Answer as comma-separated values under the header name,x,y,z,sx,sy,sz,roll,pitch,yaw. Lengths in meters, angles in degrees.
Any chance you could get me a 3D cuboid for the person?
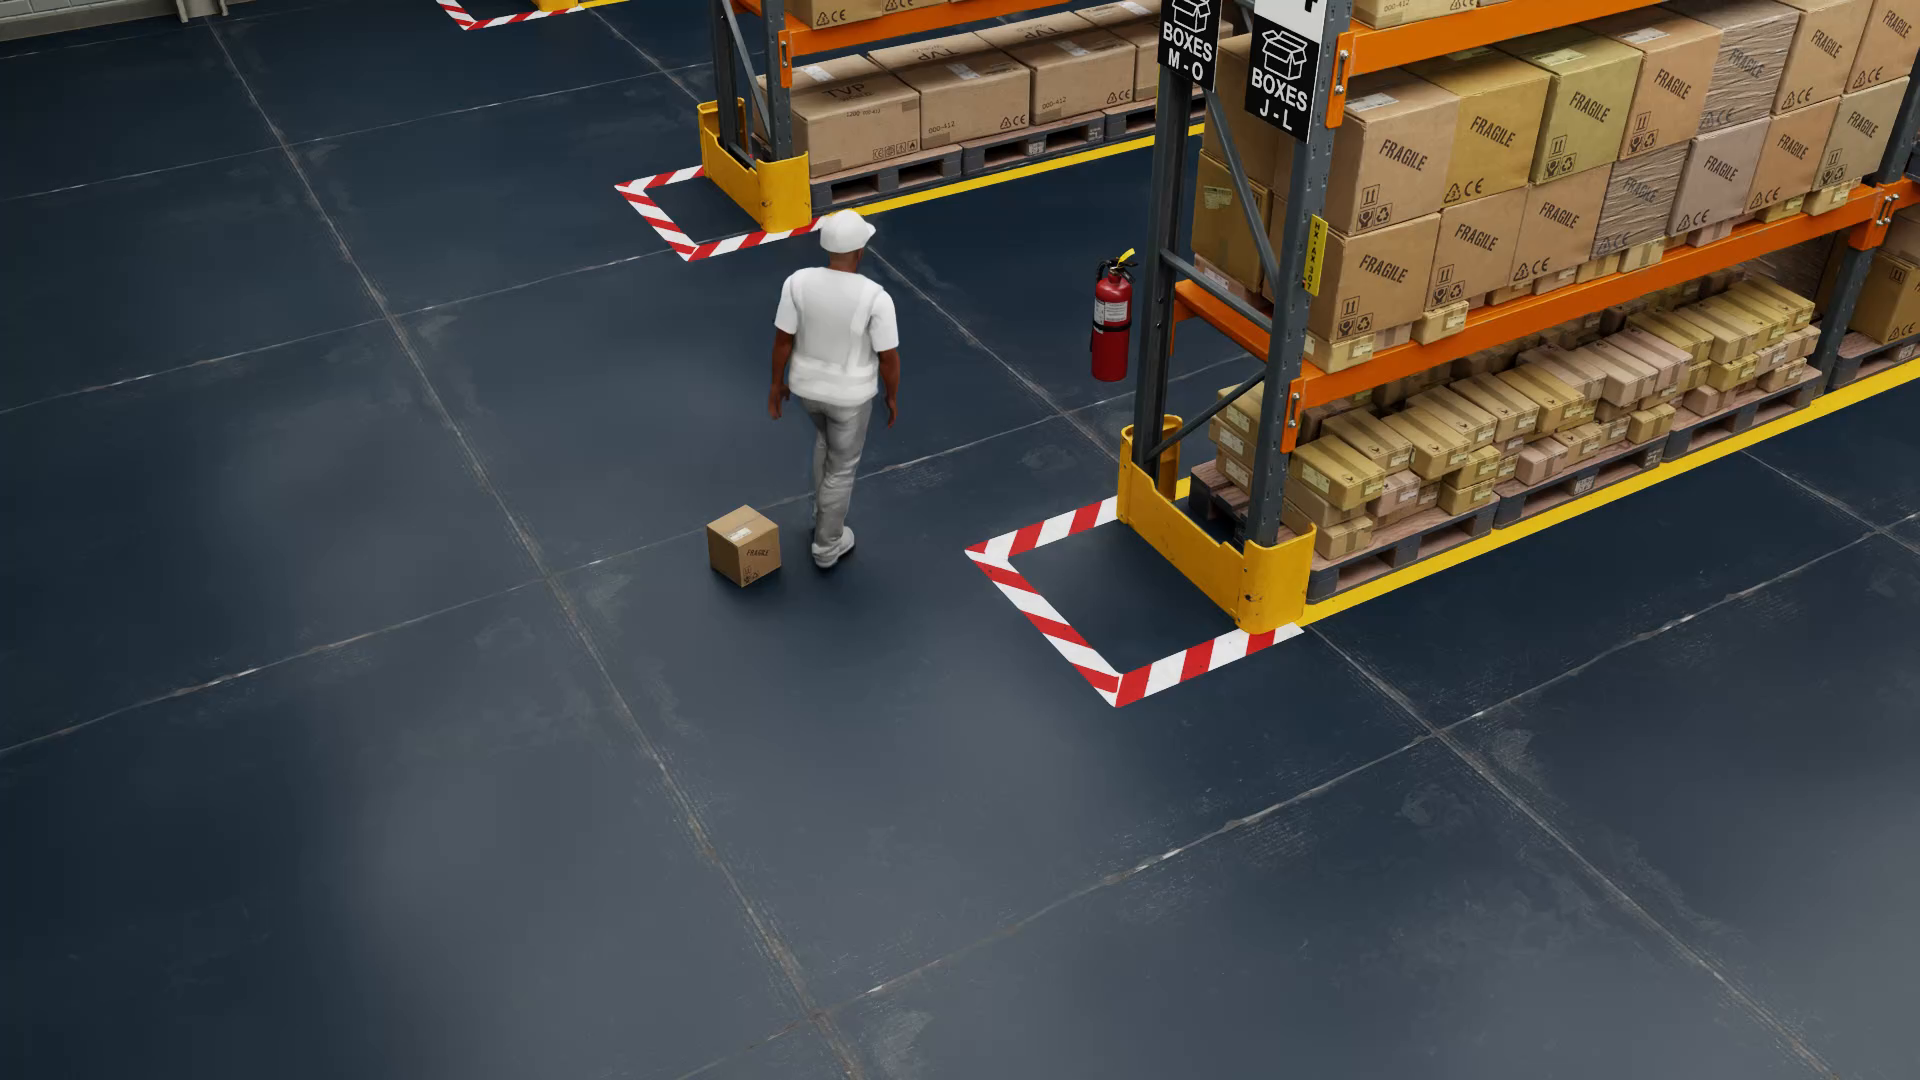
name,x,y,z,sx,sy,sz,roll,pitch,yaw
person,-0.581,-0.684,7.826,0.607,1.774,0.560,15,39,19
